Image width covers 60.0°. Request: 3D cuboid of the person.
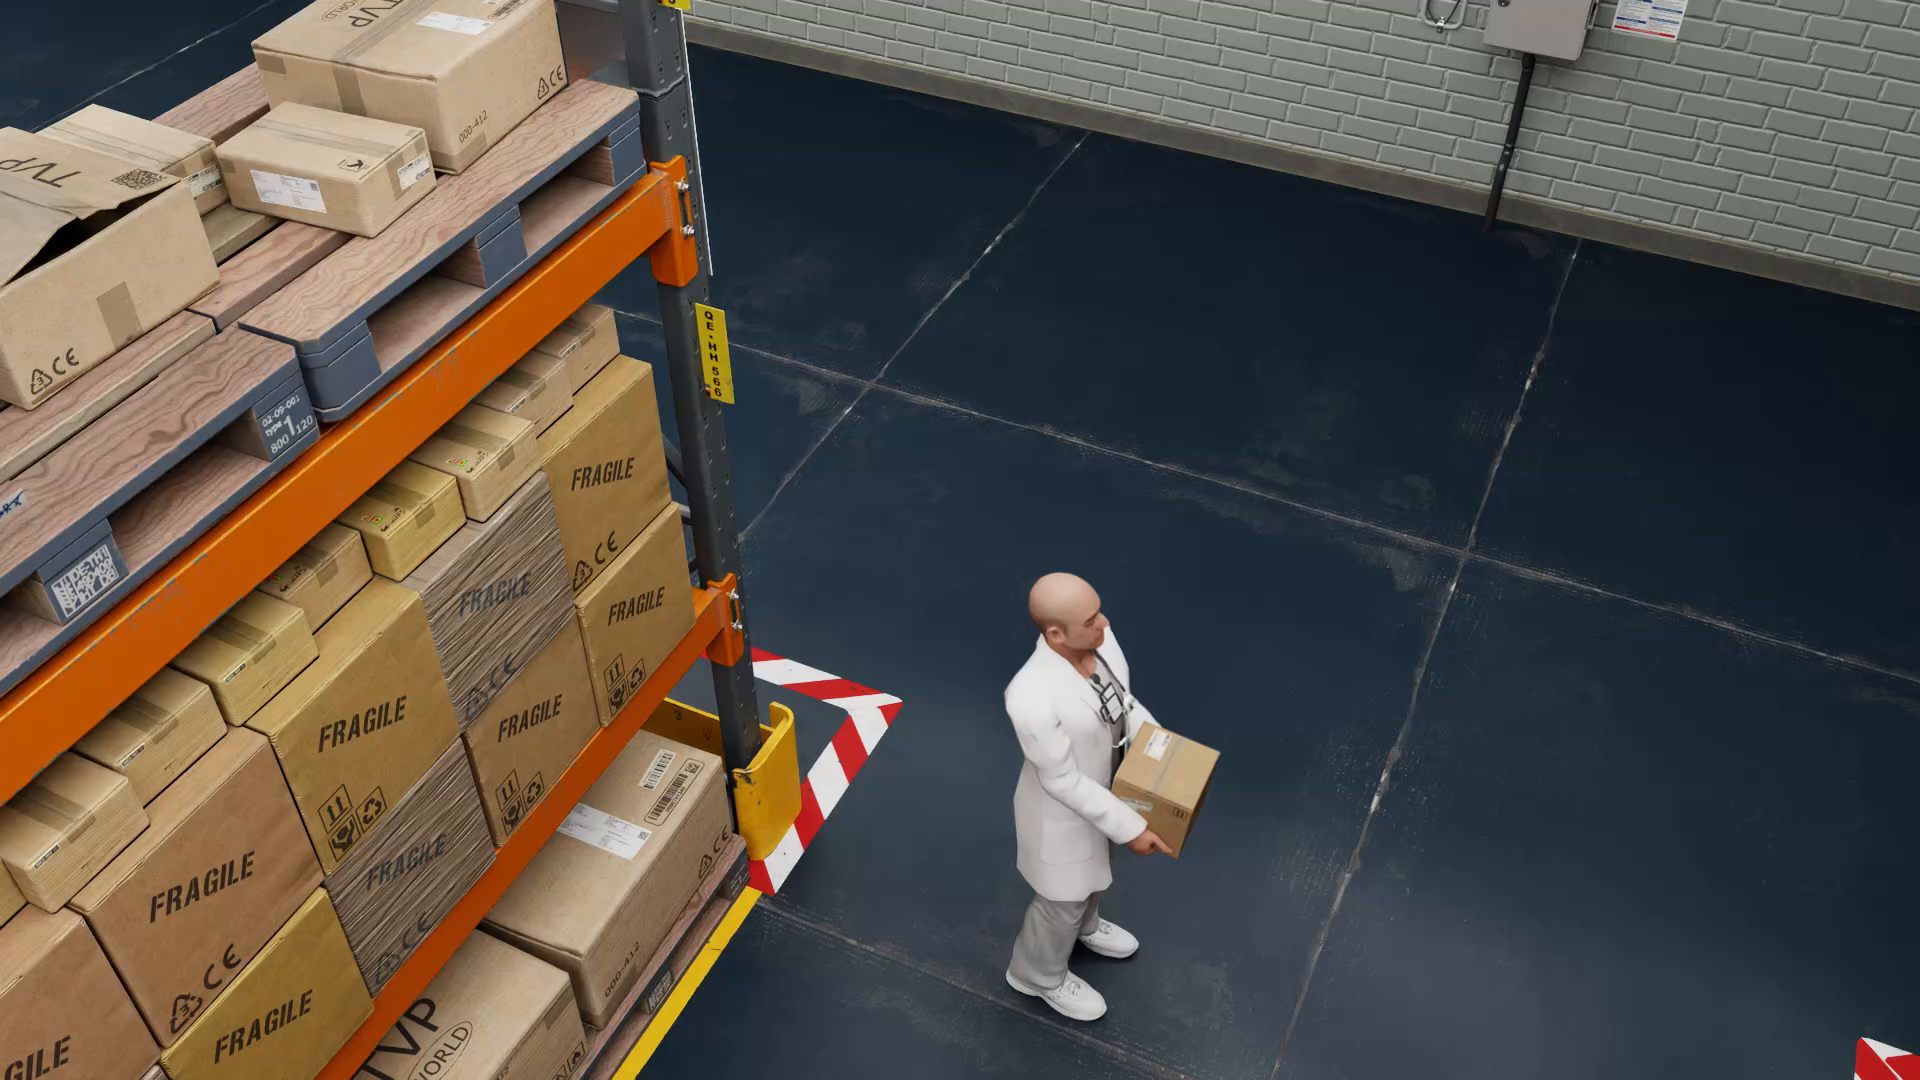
[{"bbox_3d":[0.445,0.836,5.227,0.555,1.769,0.531,17,44,19],"label":"person"}]
